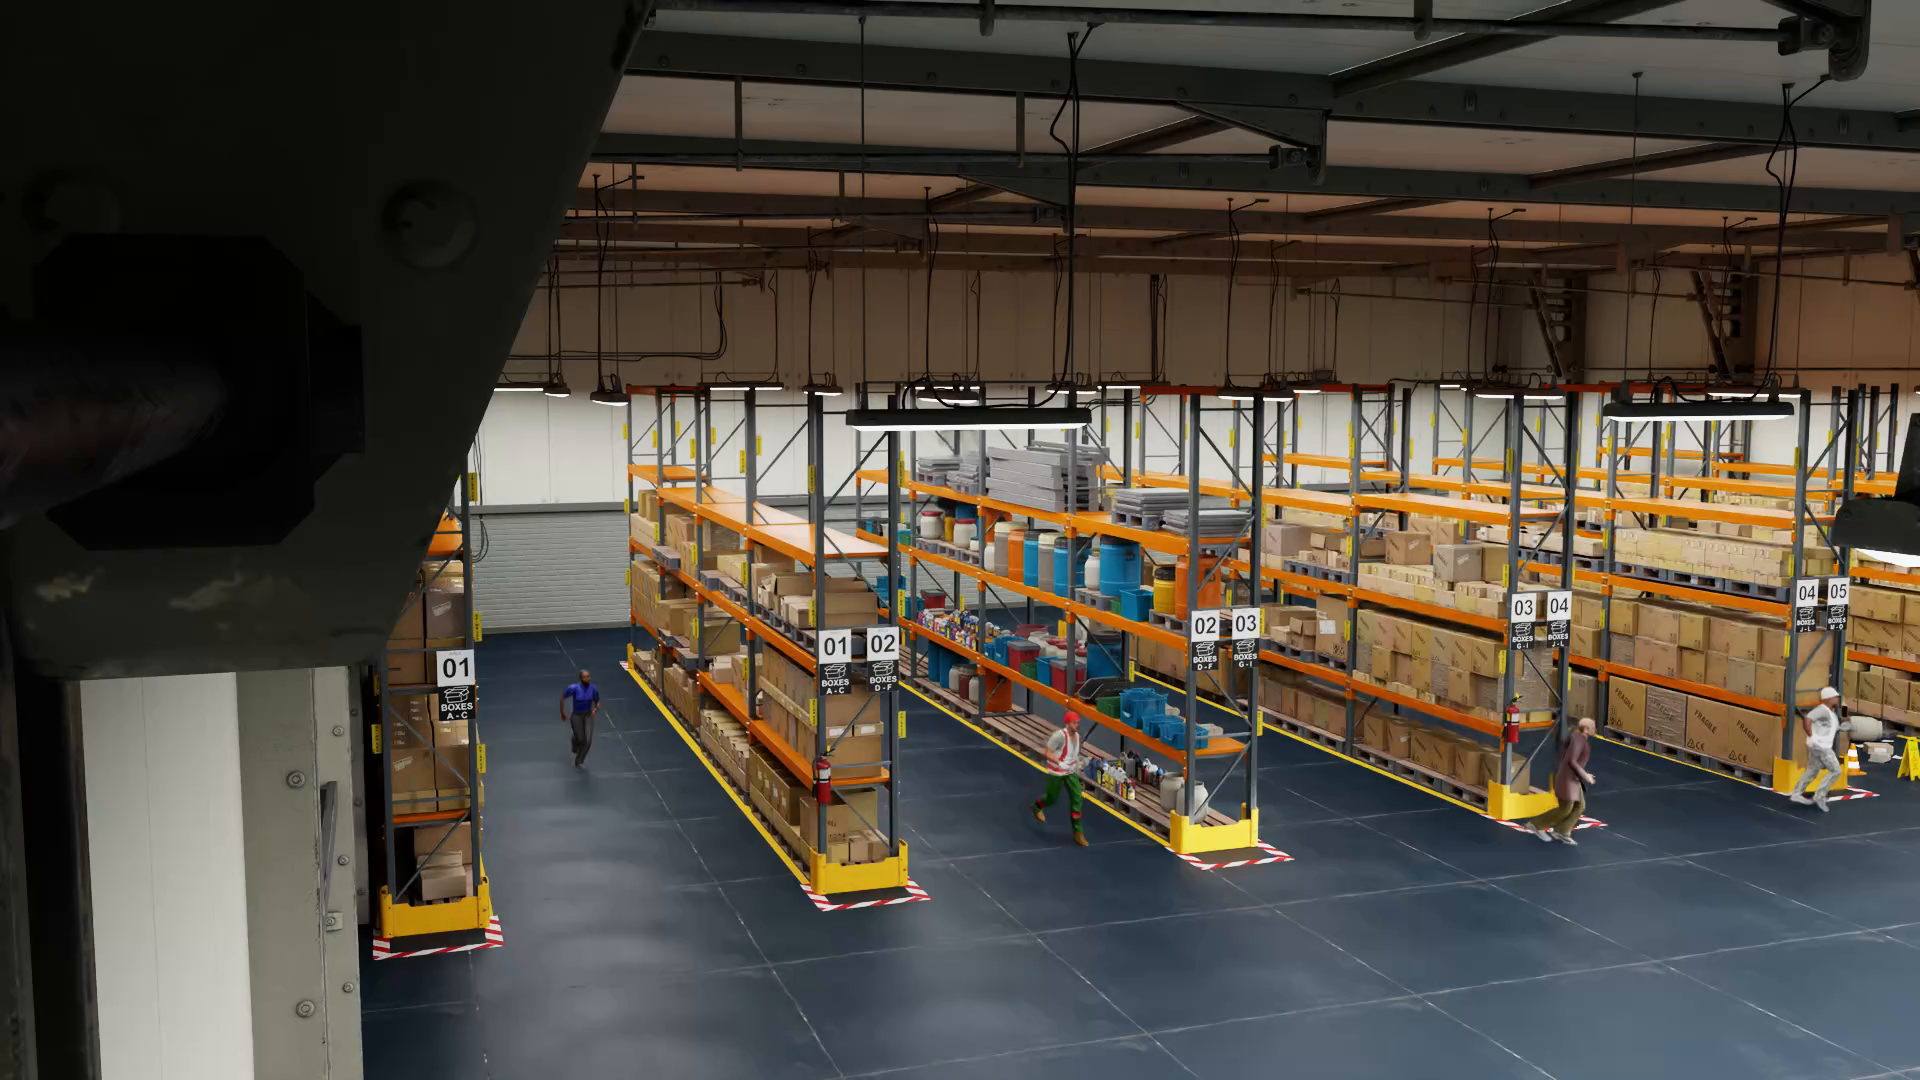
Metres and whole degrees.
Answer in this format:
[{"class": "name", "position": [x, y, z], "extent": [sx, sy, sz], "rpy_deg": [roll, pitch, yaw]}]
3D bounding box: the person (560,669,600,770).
[{"class": "person", "position": [-5.992, 2.846, 26.320], "extent": [0.614, 1.597, 0.653], "rpy_deg": [-3, 7, -30]}]

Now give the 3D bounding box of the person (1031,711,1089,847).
[{"class": "person", "position": [1.347, 3.148, 22.398], "extent": [0.658, 1.773, 1.135], "rpy_deg": [-4, 7, -36]}]

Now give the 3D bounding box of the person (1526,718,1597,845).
[{"class": "person", "position": [8.047, 3.211, 22.215], "extent": [0.854, 1.743, 0.693], "rpy_deg": [3, 7, 26]}]

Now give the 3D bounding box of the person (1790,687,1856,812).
[{"class": "person", "position": [12.399, 3.003, 23.872], "extent": [0.794, 1.813, 0.677], "rpy_deg": [3, 7, 27]}]

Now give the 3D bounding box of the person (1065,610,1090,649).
[{"class": "person", "position": [2.488, 1.645, 34.509], "extent": [0.655, 1.720, 0.843], "rpy_deg": [-3, 7, -25]}]
